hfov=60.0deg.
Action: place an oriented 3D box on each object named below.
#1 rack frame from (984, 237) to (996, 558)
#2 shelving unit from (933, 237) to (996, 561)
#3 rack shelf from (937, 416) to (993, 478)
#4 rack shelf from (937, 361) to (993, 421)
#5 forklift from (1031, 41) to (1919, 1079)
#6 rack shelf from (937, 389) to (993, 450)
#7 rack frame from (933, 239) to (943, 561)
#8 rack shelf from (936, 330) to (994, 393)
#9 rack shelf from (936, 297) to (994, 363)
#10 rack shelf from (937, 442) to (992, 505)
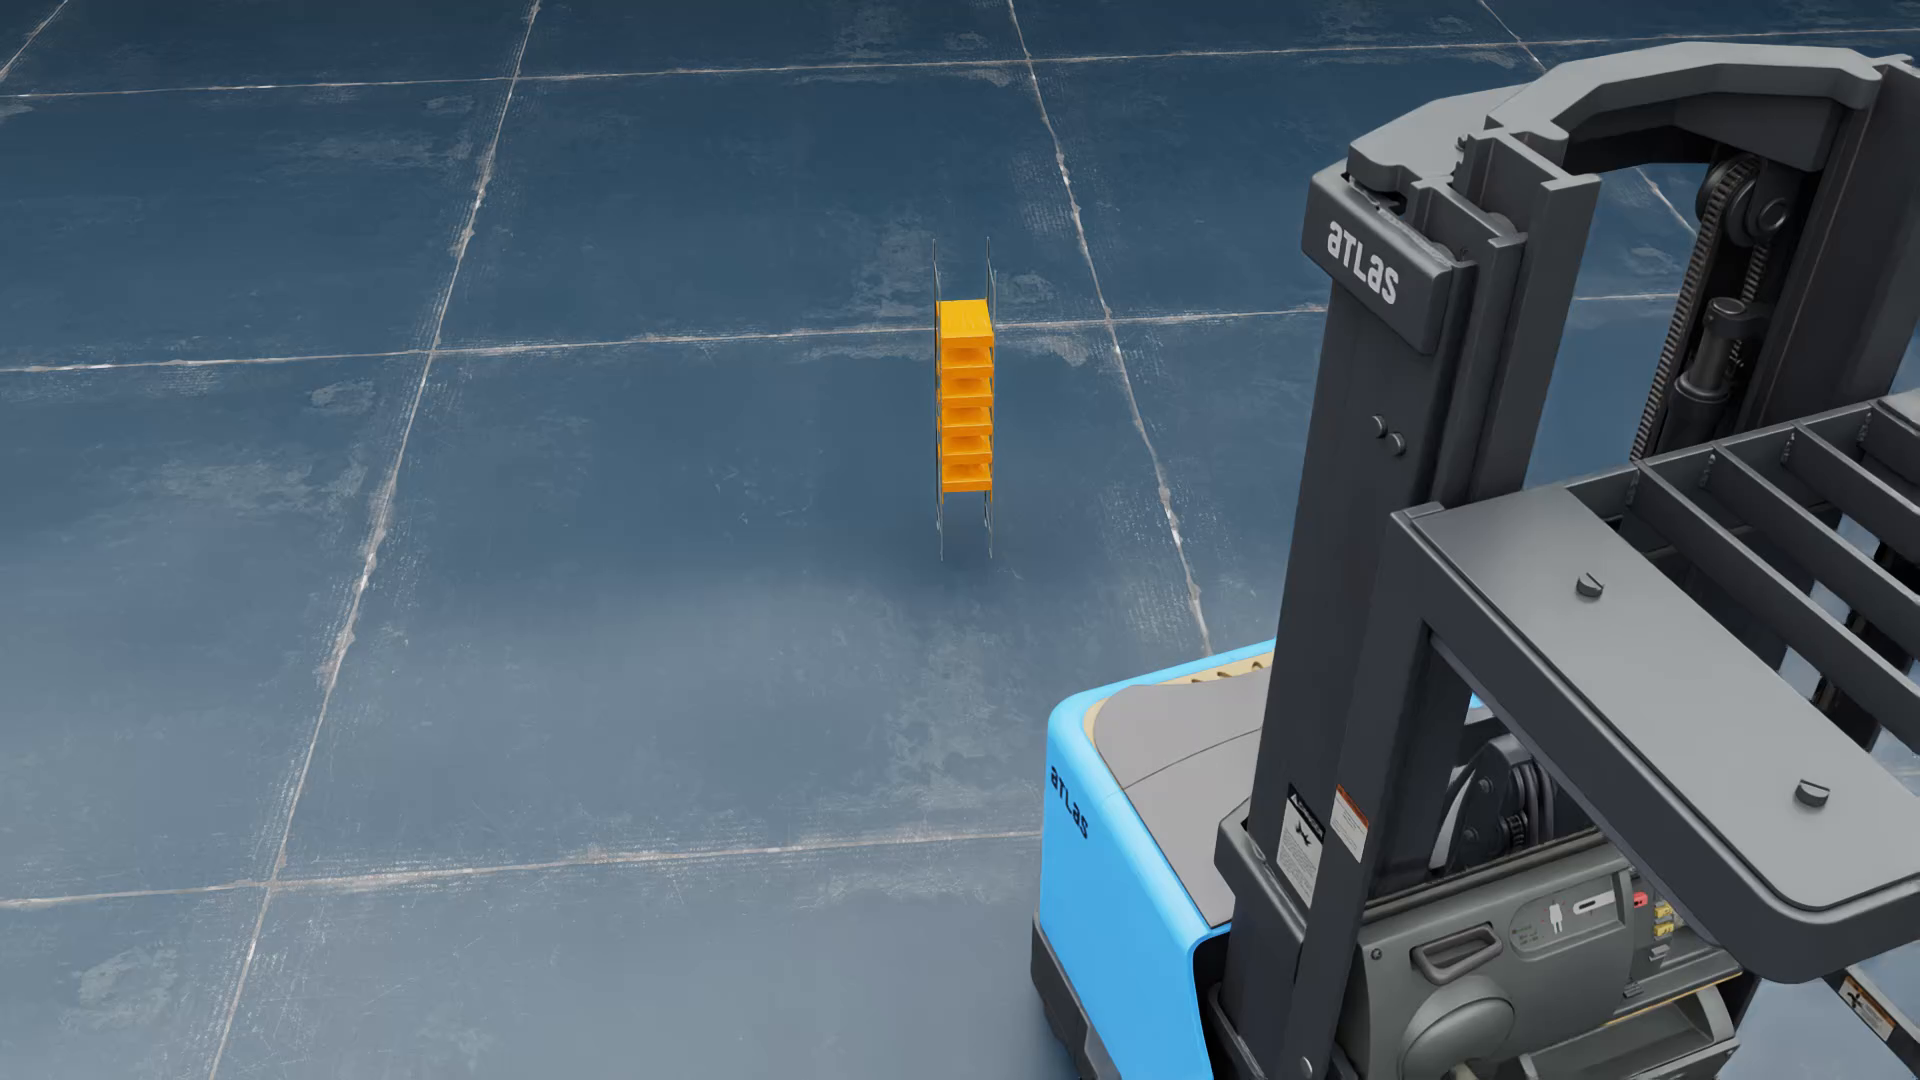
[{"bbox_3d":[0.106,-0.477,5.886,0.006,1.200,0.240,-3,38,-4],"label":"rack frame"},{"bbox_3d":[0.014,-0.472,5.879,0.189,1.200,0.258,-3,38,-4],"label":"shelving unit"},{"bbox_3d":[0.014,-0.343,5.981,0.180,0.103,0.258,-3,38,-4],"label":"rack shelf"},{"bbox_3d":[0.014,-0.531,5.833,0.180,0.103,0.258,-3,38,-4],"label":"rack shelf"},{"bbox_3d":[1.205,0.822,2.842,1.130,2.935,3.031,-14,40,-17],"label":"forklift"},{"bbox_3d":[0.014,-0.437,5.907,0.180,0.103,0.258,-3,38,-4],"label":"rack shelf"},{"bbox_3d":[-0.077,-0.467,5.873,0.006,1.200,0.240,-3,38,-4],"label":"rack frame"},{"bbox_3d":[0.014,-0.625,5.758,0.180,0.103,0.258,-3,38,-4],"label":"rack shelf"},{"bbox_3d":[0.014,-0.720,5.684,0.180,0.103,0.258,-3,38,-4],"label":"rack shelf"},{"bbox_3d":[0.014,-0.249,6.056,0.180,0.103,0.258,-3,38,-4],"label":"rack shelf"}]
